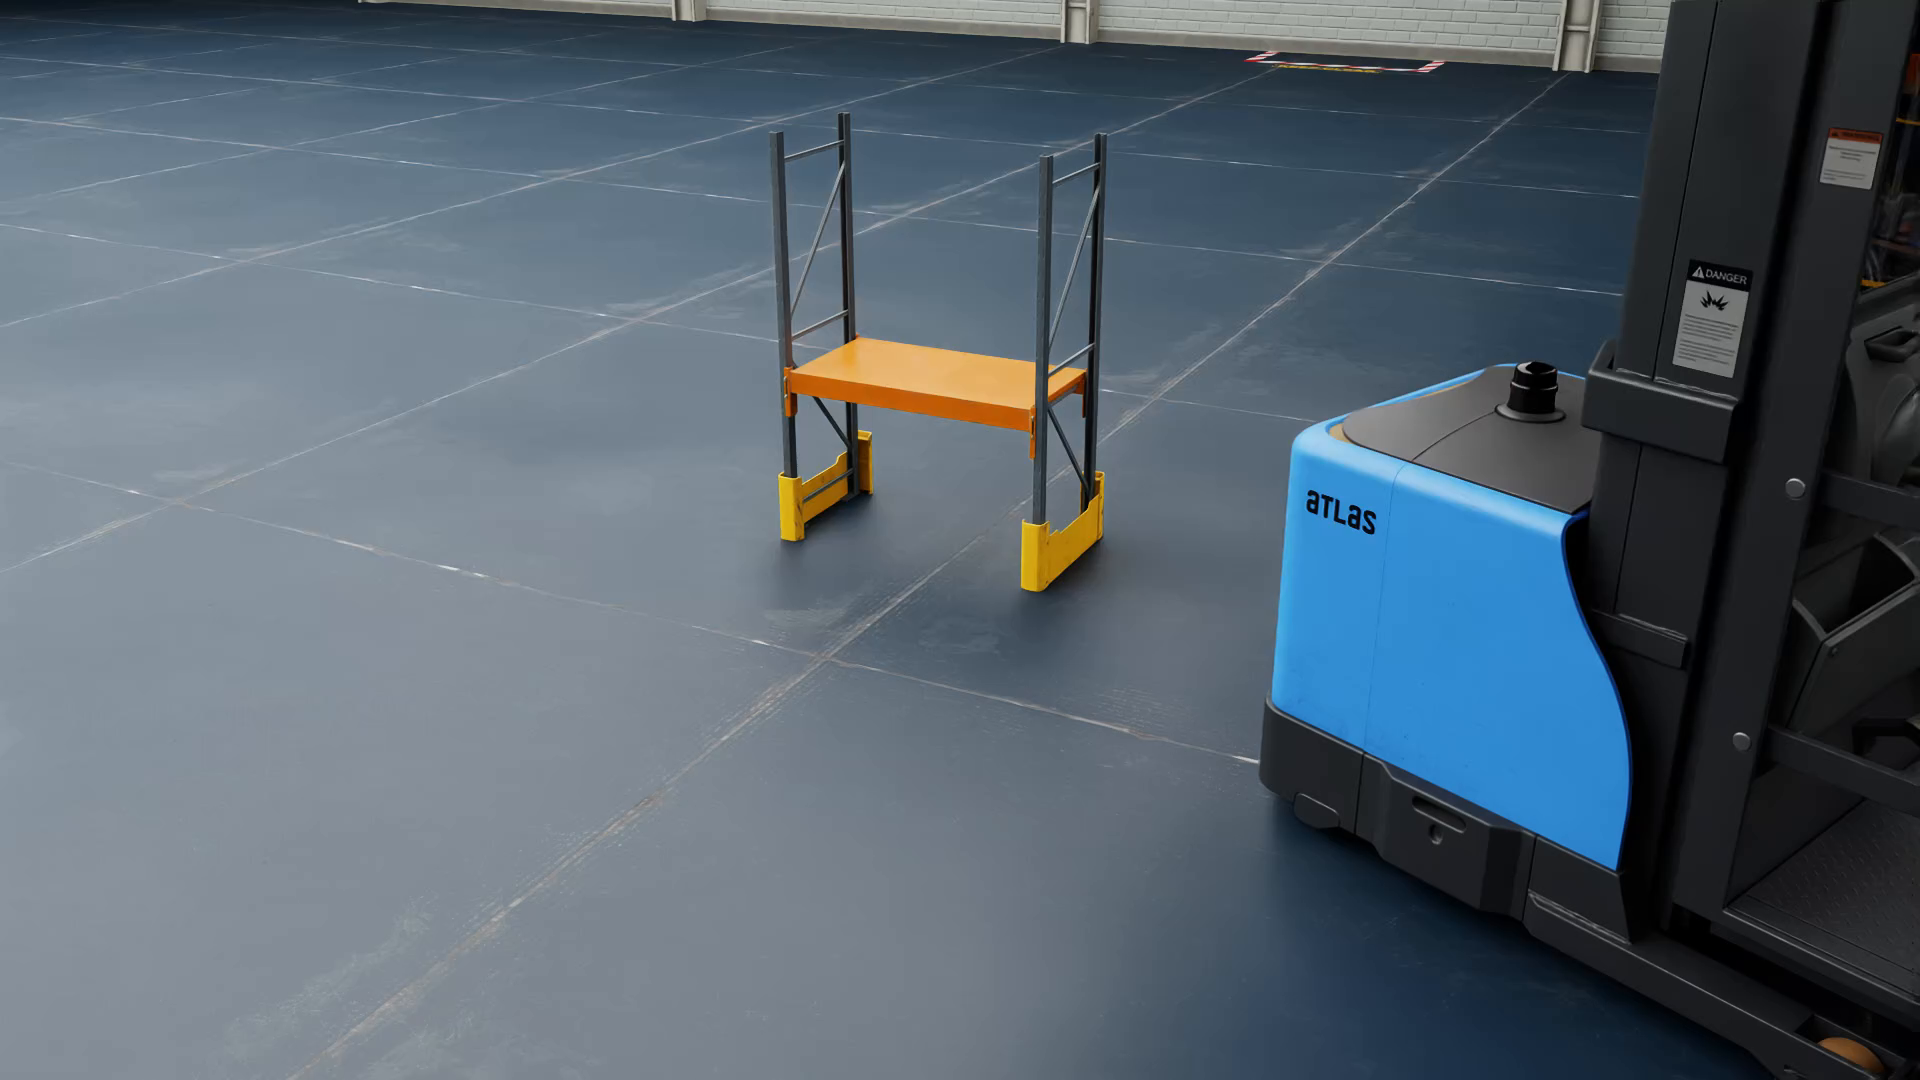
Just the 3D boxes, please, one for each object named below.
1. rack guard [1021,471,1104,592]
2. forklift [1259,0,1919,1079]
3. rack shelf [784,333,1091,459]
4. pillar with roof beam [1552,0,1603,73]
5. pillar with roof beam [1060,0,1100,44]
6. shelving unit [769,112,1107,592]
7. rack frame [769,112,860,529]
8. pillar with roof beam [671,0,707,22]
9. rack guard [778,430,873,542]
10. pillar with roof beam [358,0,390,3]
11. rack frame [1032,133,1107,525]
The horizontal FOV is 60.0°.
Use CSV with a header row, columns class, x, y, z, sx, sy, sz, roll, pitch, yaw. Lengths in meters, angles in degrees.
class,x,y,z,sx,sy,sz,roll,pitch,yaw
rack guard,0.376,-0.041,6.026,0.087,0.250,0.587,11,25,25
forklift,2.148,-0.314,3.244,1.130,2.935,3.031,-18,29,-36
rack shelf,-0.076,-0.540,6.062,1.000,0.185,0.538,11,25,25
pillar with roof beam,4.930,-7.910,13.351,0.400,9.000,9.100,11,25,25
pillar with roof beam,-0.425,-8.969,15.842,0.400,9.000,9.100,11,25,25
shelving unit,-0.068,-0.704,5.988,1.083,1.500,0.587,11,25,25
rack frame,-0.530,-0.795,6.203,0.032,1.500,0.500,11,25,25
pillar with roof beam,-5.779,-10.029,18.333,0.400,9.000,9.100,11,25,25
rack guard,-0.512,-0.216,6.440,0.087,0.250,0.587,11,25,25
pillar with roof beam,-11.134,-11.088,20.824,0.400,9.000,9.100,11,25,25
rack frame,0.378,-0.615,5.781,0.032,1.500,0.500,11,25,25
